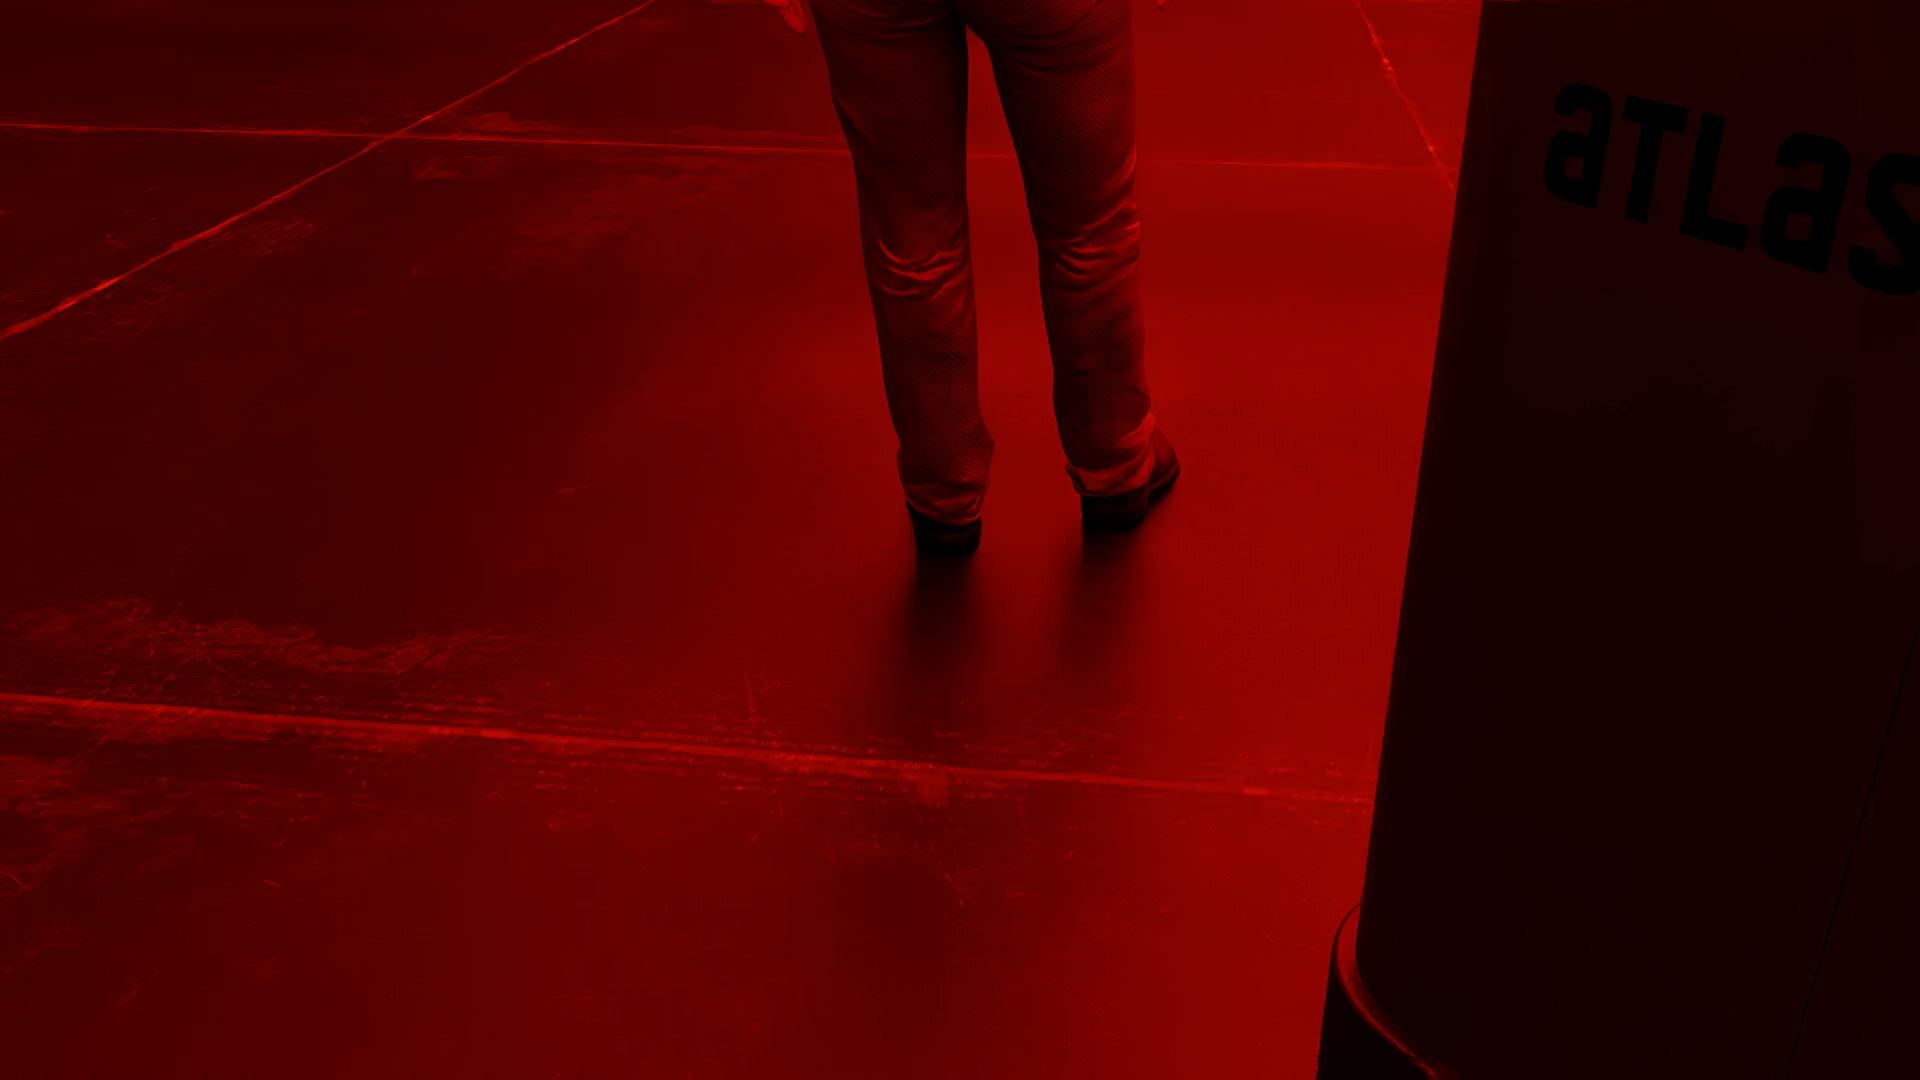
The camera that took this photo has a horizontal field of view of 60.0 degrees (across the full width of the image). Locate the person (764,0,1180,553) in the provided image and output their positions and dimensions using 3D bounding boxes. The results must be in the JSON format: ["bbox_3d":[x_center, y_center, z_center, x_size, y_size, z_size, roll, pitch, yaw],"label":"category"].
[{"bbox_3d":[0.015,-0.804,2.168,0.633,1.722,0.566,3,27,7],"label":"person"}]
